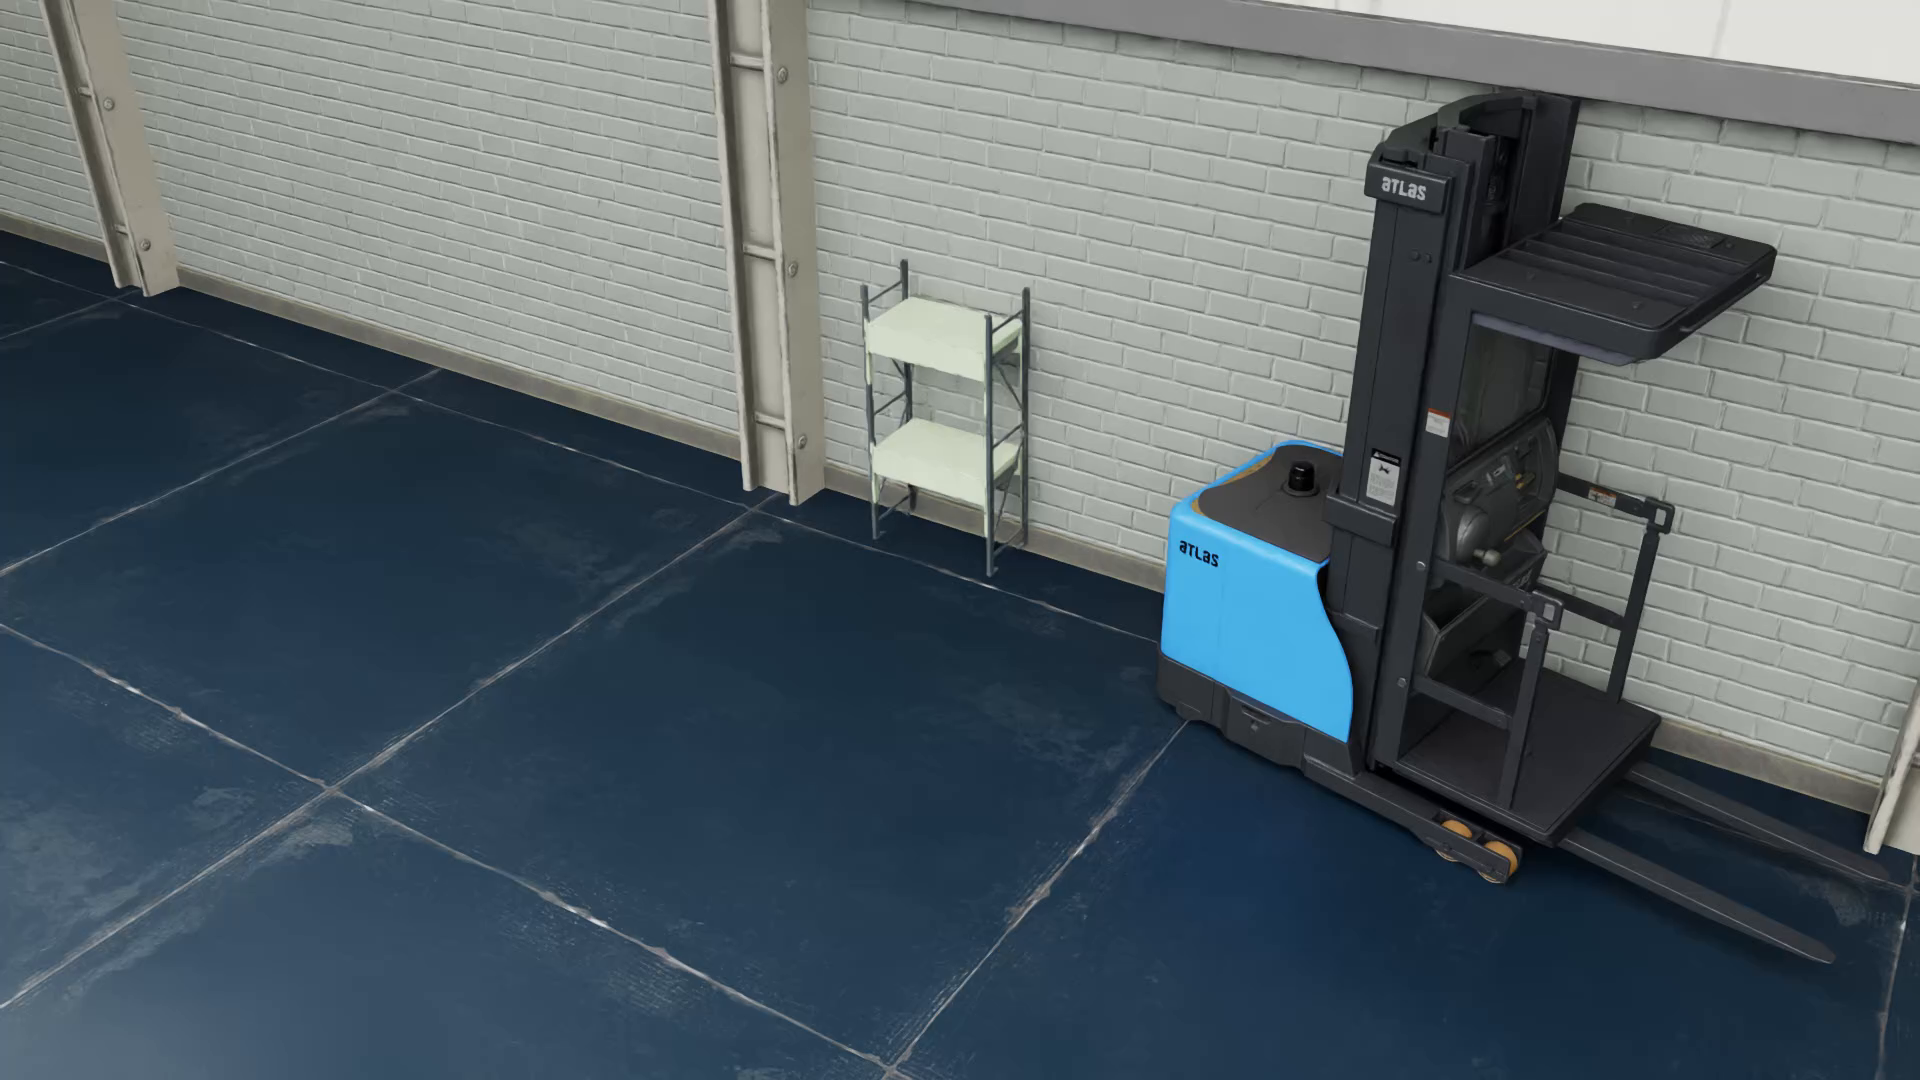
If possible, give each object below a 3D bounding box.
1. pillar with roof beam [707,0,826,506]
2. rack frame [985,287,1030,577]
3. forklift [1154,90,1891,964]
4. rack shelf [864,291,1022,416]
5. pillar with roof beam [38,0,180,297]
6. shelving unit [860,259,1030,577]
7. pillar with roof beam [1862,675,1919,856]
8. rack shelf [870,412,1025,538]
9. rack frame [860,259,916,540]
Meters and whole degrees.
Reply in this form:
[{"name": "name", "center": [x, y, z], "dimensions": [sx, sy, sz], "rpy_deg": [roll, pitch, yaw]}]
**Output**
[{"name": "pillar with roof beam", "center": [-3.316, -2.362, 4.369], "dimensions": [0.400, 9.000, 9.100], "rpy_deg": [18, 35, 27]}, {"name": "rack frame", "center": [0.246, -0.536, 8.573], "dimensions": [0.023, 1.500, 0.400], "rpy_deg": [17, 36, 27]}, {"name": "forklift", "center": [2.338, -0.156, 6.609], "dimensions": [3.031, 2.935, 1.130], "rpy_deg": [25, 39, 36]}, {"name": "rack shelf", "center": [-0.071, -0.965, 8.534], "dimensions": [0.720, 0.370, 0.431], "rpy_deg": [17, 36, 27]}, {"name": "pillar with roof beam", "center": [-8.398, -3.969, 7.124], "dimensions": [0.400, 9.000, 9.100], "rpy_deg": [18, 35, 27]}, {"name": "shelving unit", "center": [-0.065, -0.633, 8.739], "dimensions": [0.755, 1.500, 0.431], "rpy_deg": [17, 36, 27]}, {"name": "pillar with roof beam", "center": [1.766, -0.755, 1.613], "dimensions": [0.400, 9.000, 9.100], "rpy_deg": [18, 35, 27]}, {"name": "rack shelf", "center": [-0.060, -0.356, 8.911], "dimensions": [0.720, 0.370, 0.431], "rpy_deg": [17, 36, 27]}, {"name": "rack frame", "center": [-0.376, -0.731, 8.905], "dimensions": [0.023, 1.500, 0.400], "rpy_deg": [17, 36, 27]}]
